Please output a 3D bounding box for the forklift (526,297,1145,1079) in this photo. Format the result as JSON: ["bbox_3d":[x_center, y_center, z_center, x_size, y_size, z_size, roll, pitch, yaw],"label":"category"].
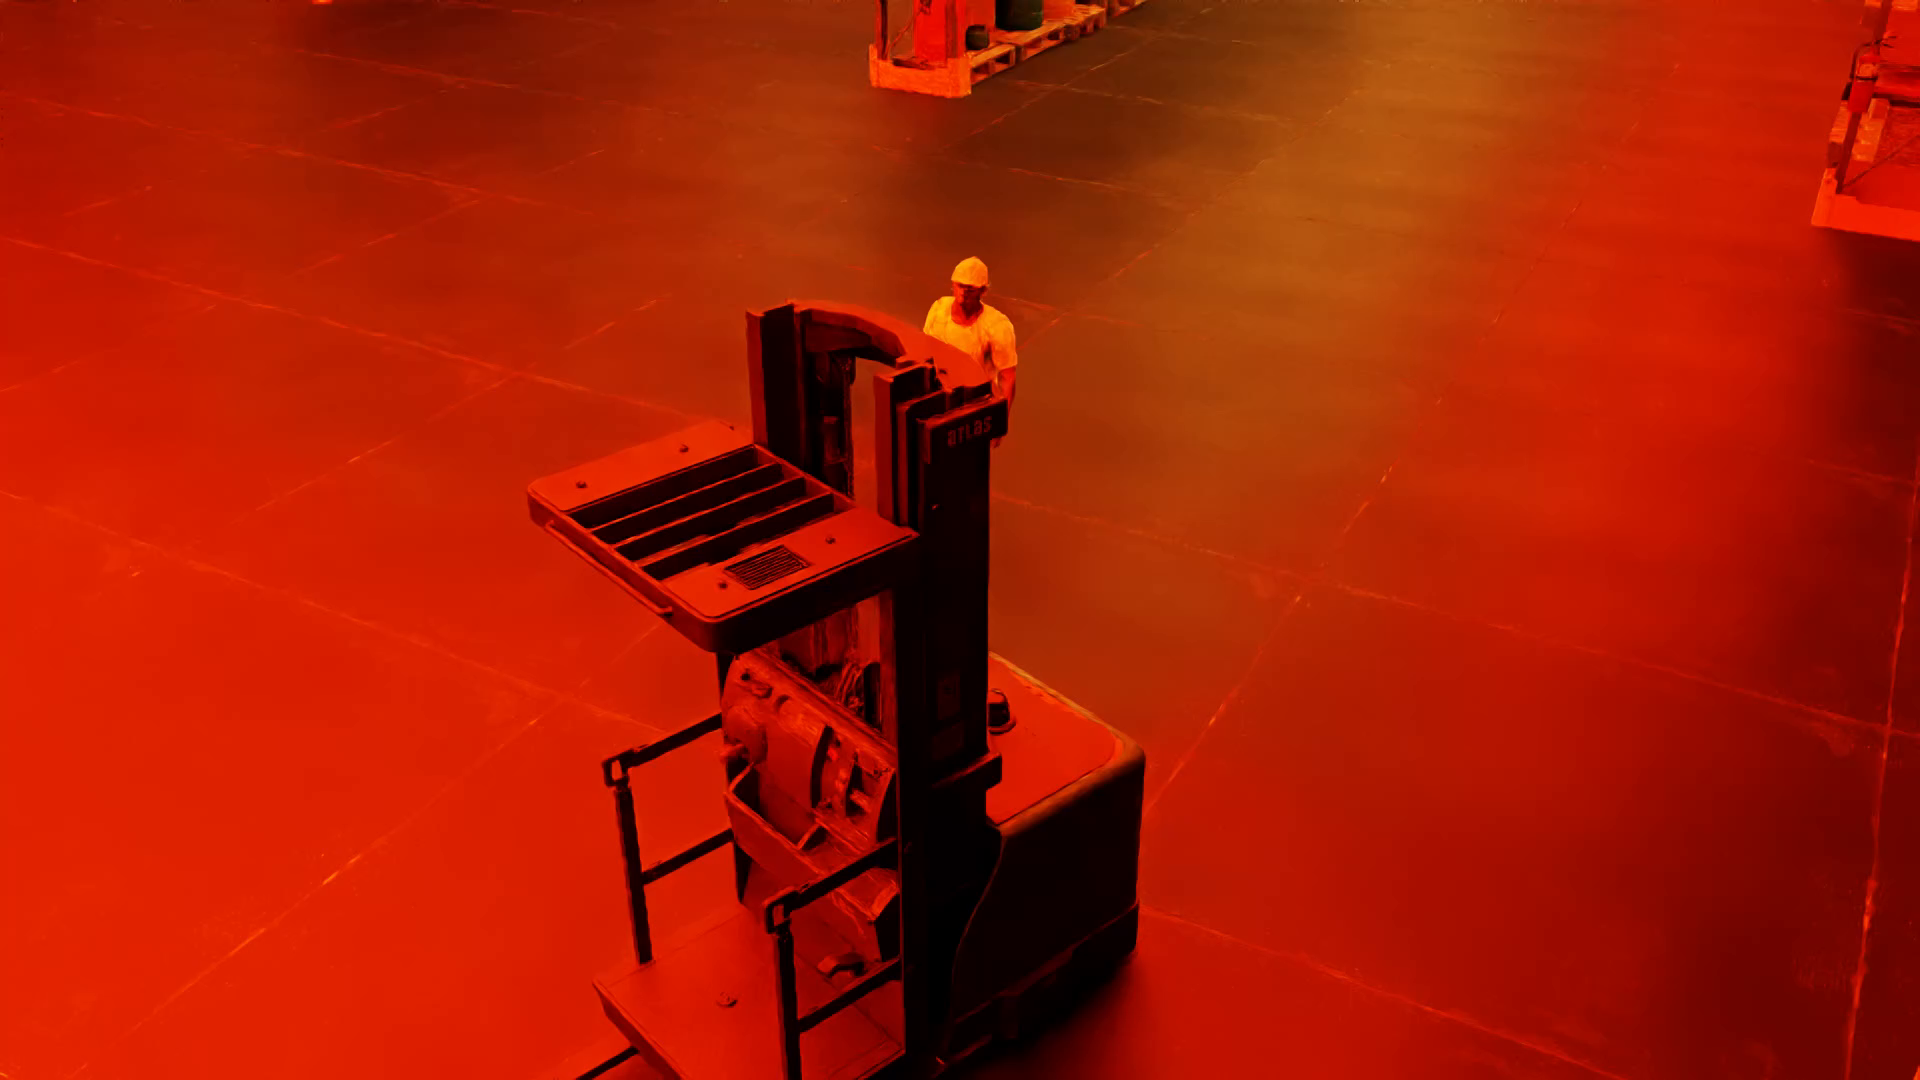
[{"bbox_3d":[-0.704,0.769,5.739,3.031,2.935,1.130,-24,37,-35],"label":"forklift"}]

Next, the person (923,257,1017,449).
[{"bbox_3d":[-0.039,-0.742,9.507,0.665,1.766,0.576,15,33,25],"label":"person"}]
